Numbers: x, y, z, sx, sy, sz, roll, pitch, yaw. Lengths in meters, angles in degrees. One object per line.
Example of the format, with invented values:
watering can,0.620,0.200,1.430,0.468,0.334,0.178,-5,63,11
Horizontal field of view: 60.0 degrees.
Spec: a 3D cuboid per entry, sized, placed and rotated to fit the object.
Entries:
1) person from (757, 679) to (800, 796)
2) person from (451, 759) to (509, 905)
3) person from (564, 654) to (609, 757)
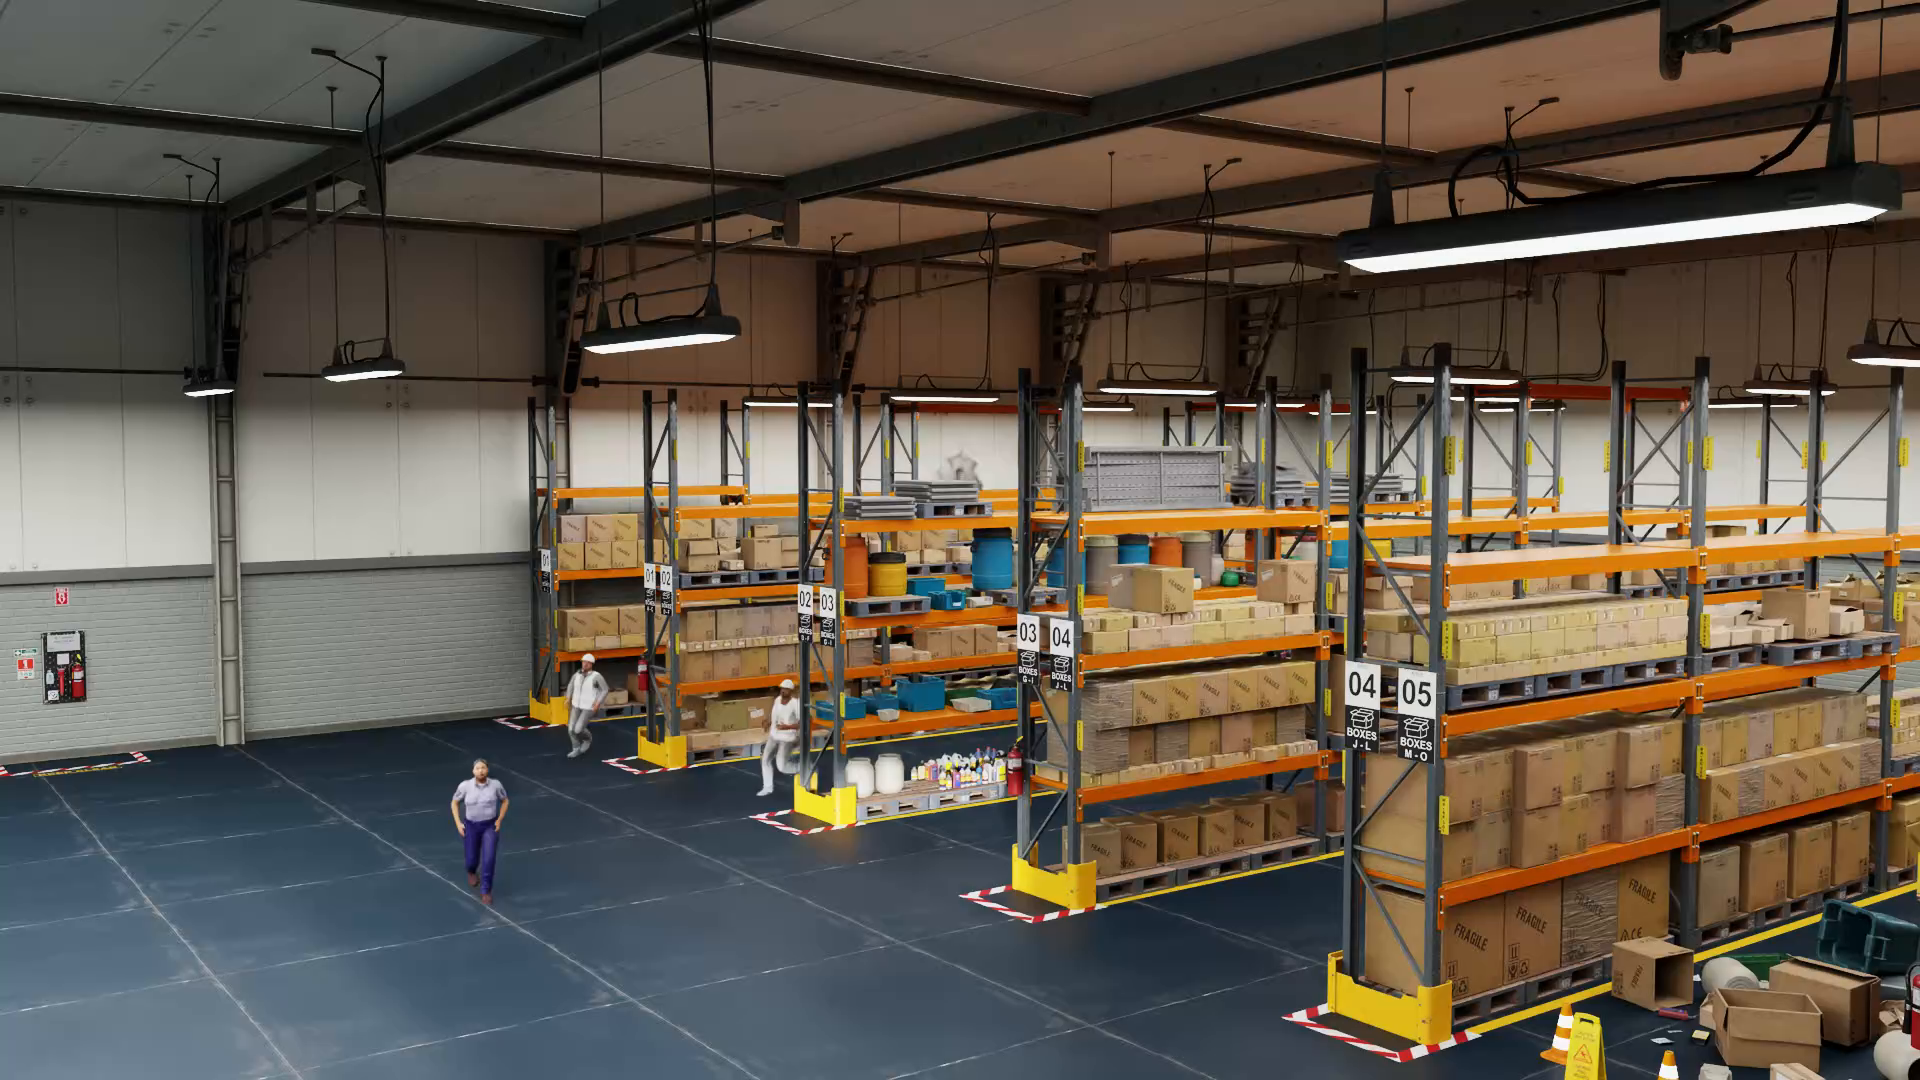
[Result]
person,-2.556,2.887,24.413,0.728,1.709,0.735,3,4,39
person,-5.421,3.260,18.814,0.630,1.616,0.612,-1,4,-17
person,-6.135,2.711,27.149,0.711,1.715,0.514,1,4,21
